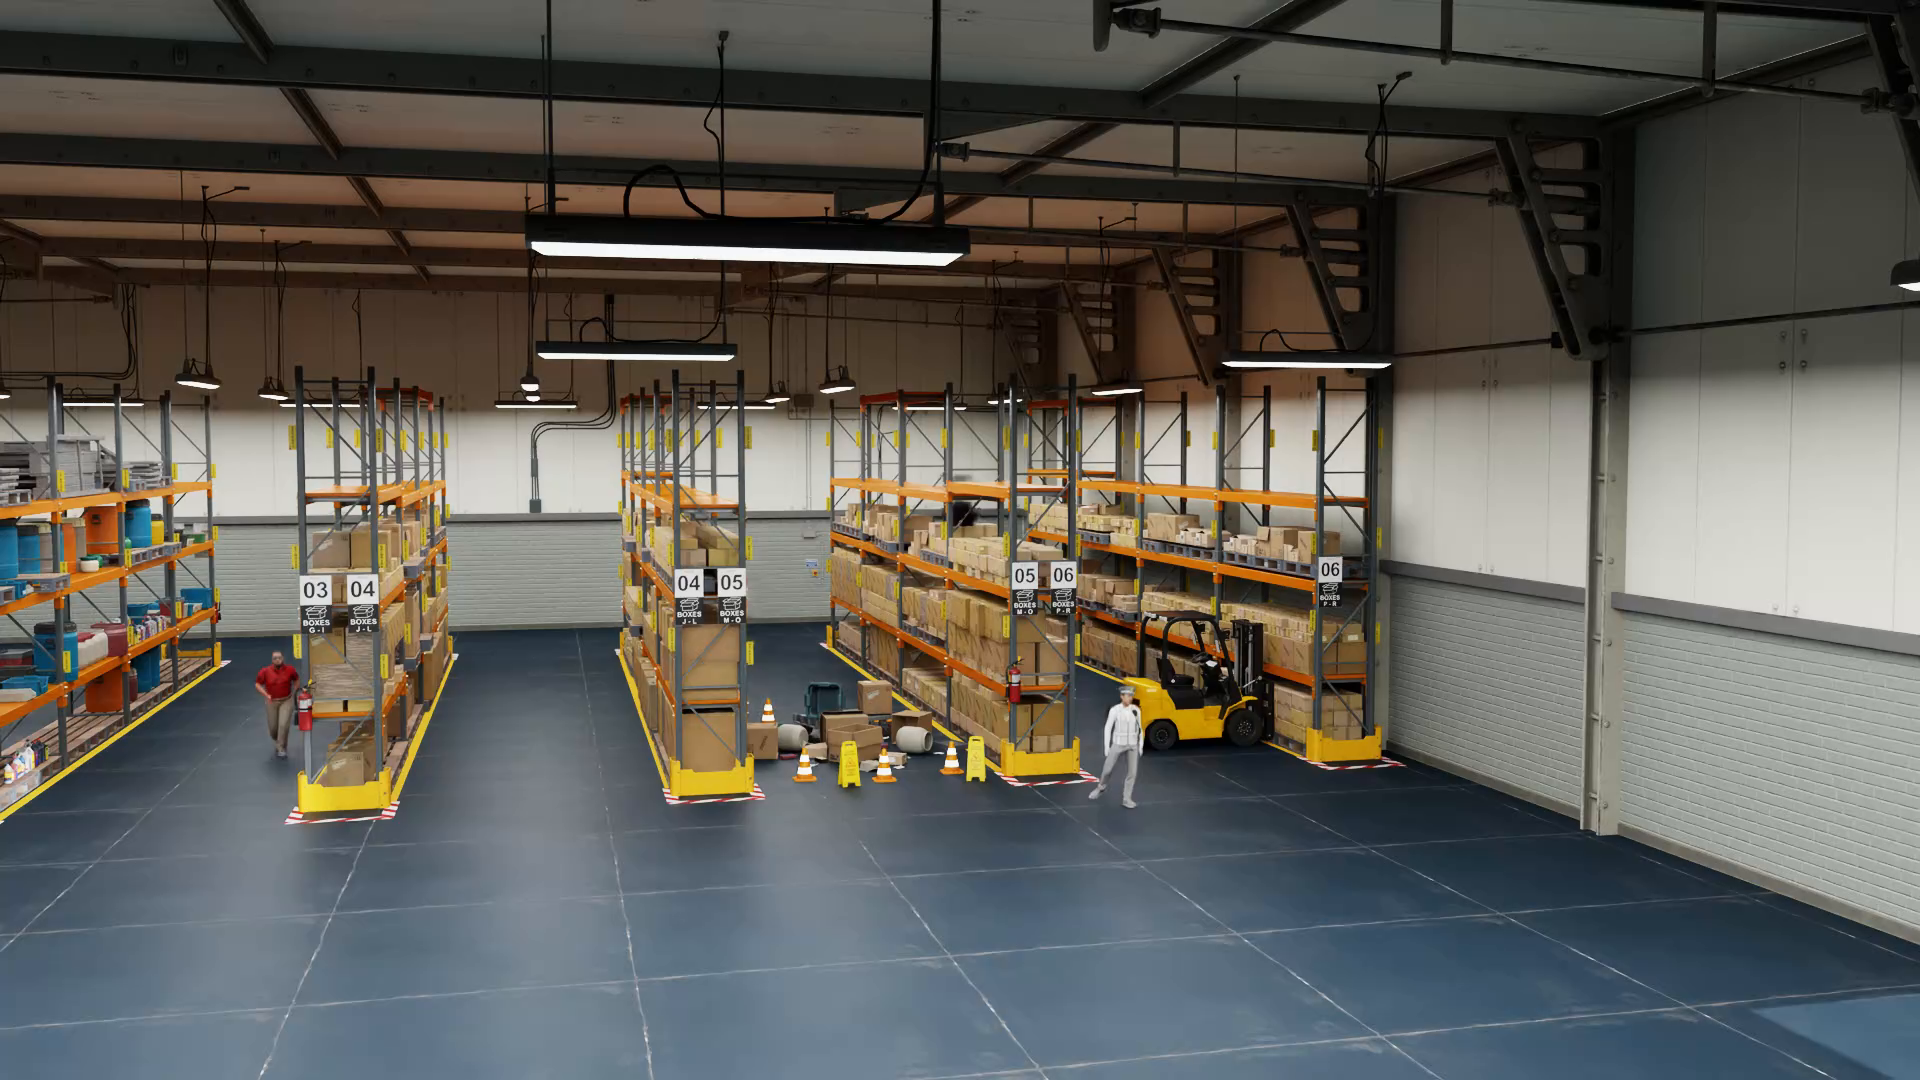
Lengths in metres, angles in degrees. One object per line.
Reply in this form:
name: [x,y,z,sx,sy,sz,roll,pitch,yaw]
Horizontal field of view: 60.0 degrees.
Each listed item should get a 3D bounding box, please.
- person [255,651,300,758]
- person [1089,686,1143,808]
person: [-10.874,2.588,26.524,0.661,1.684,0.811,-1,4,-21]
person: [2.158,2.812,22.838,0.697,1.667,0.590,-1,3,-10]
